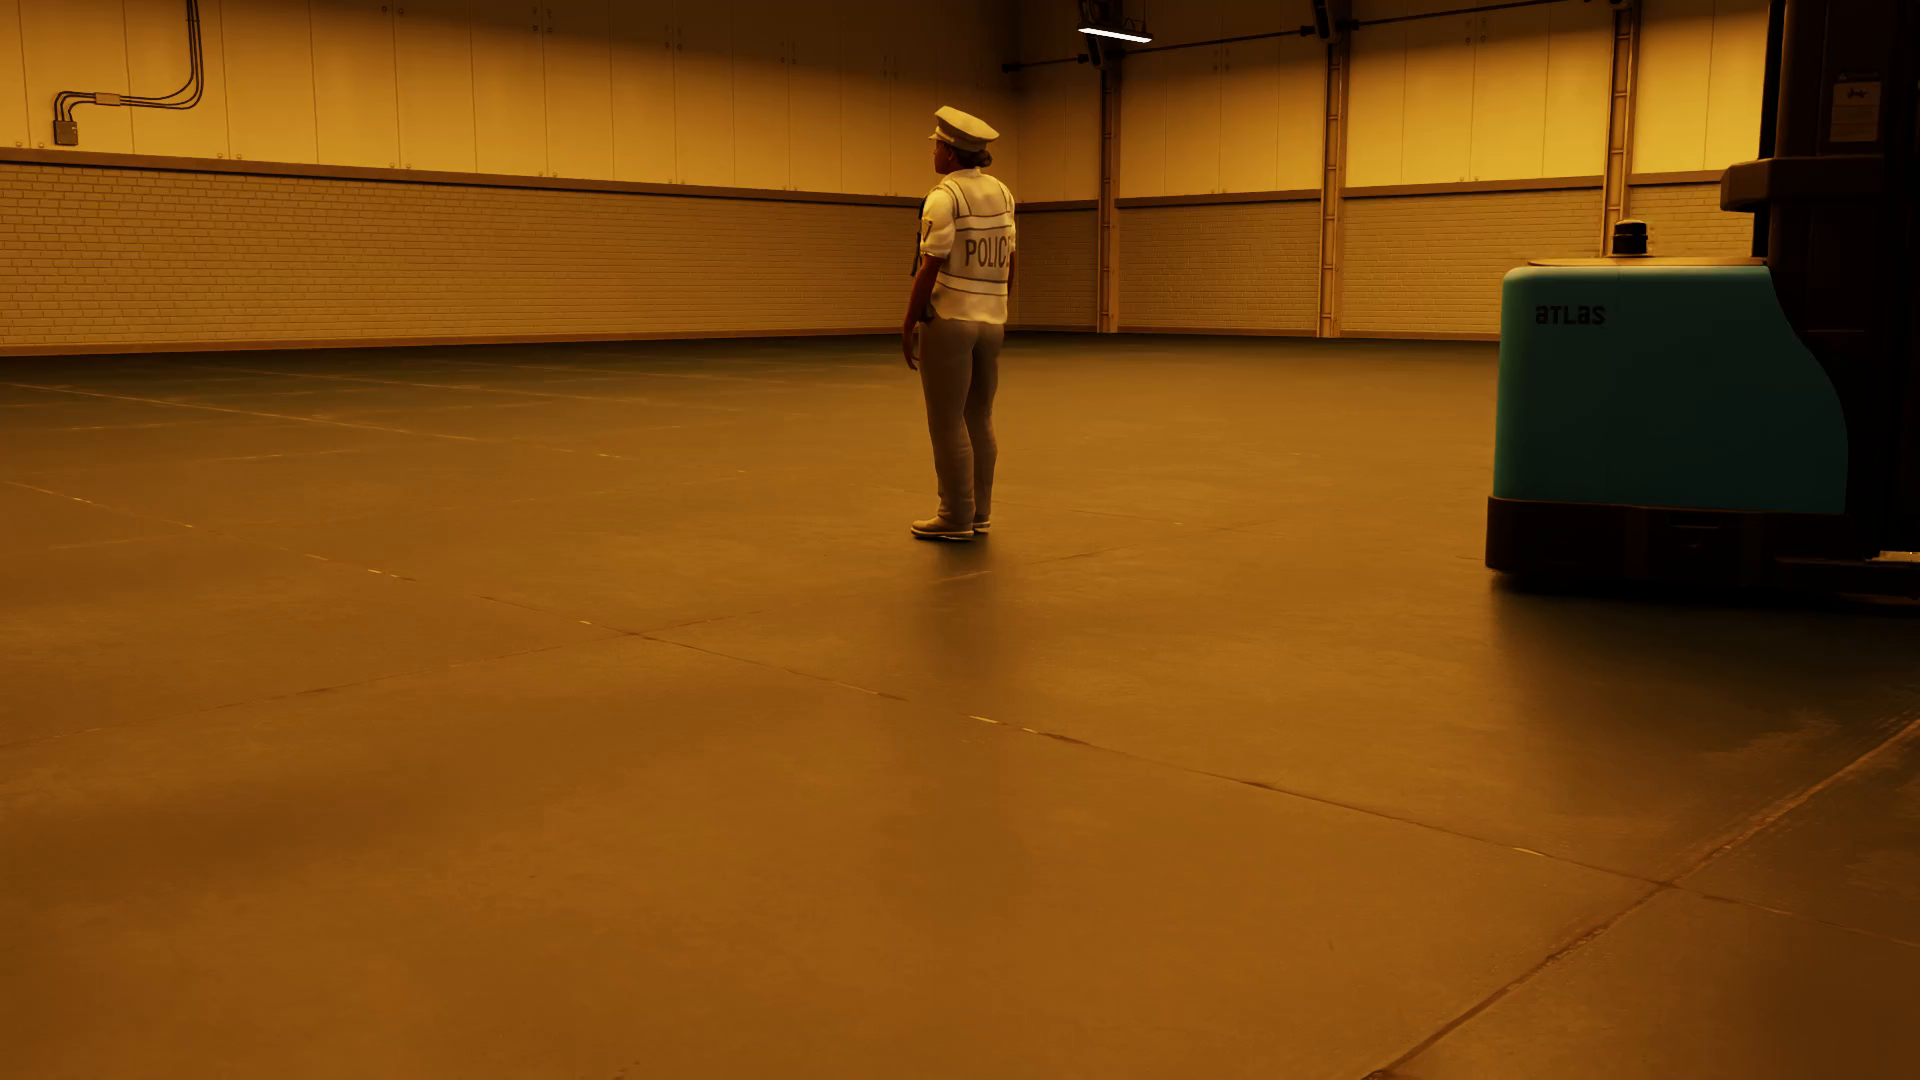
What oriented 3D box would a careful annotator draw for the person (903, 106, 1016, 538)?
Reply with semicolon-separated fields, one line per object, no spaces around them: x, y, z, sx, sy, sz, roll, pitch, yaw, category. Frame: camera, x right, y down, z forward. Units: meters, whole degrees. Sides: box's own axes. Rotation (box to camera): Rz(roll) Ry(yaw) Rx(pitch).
-0.041;-0.854;6.656;0.528;1.694;0.570;8;12;43;person

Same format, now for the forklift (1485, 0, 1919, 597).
3.352;-1.268;5.292;3.031;2.935;1.130;3;9;21;forklift
